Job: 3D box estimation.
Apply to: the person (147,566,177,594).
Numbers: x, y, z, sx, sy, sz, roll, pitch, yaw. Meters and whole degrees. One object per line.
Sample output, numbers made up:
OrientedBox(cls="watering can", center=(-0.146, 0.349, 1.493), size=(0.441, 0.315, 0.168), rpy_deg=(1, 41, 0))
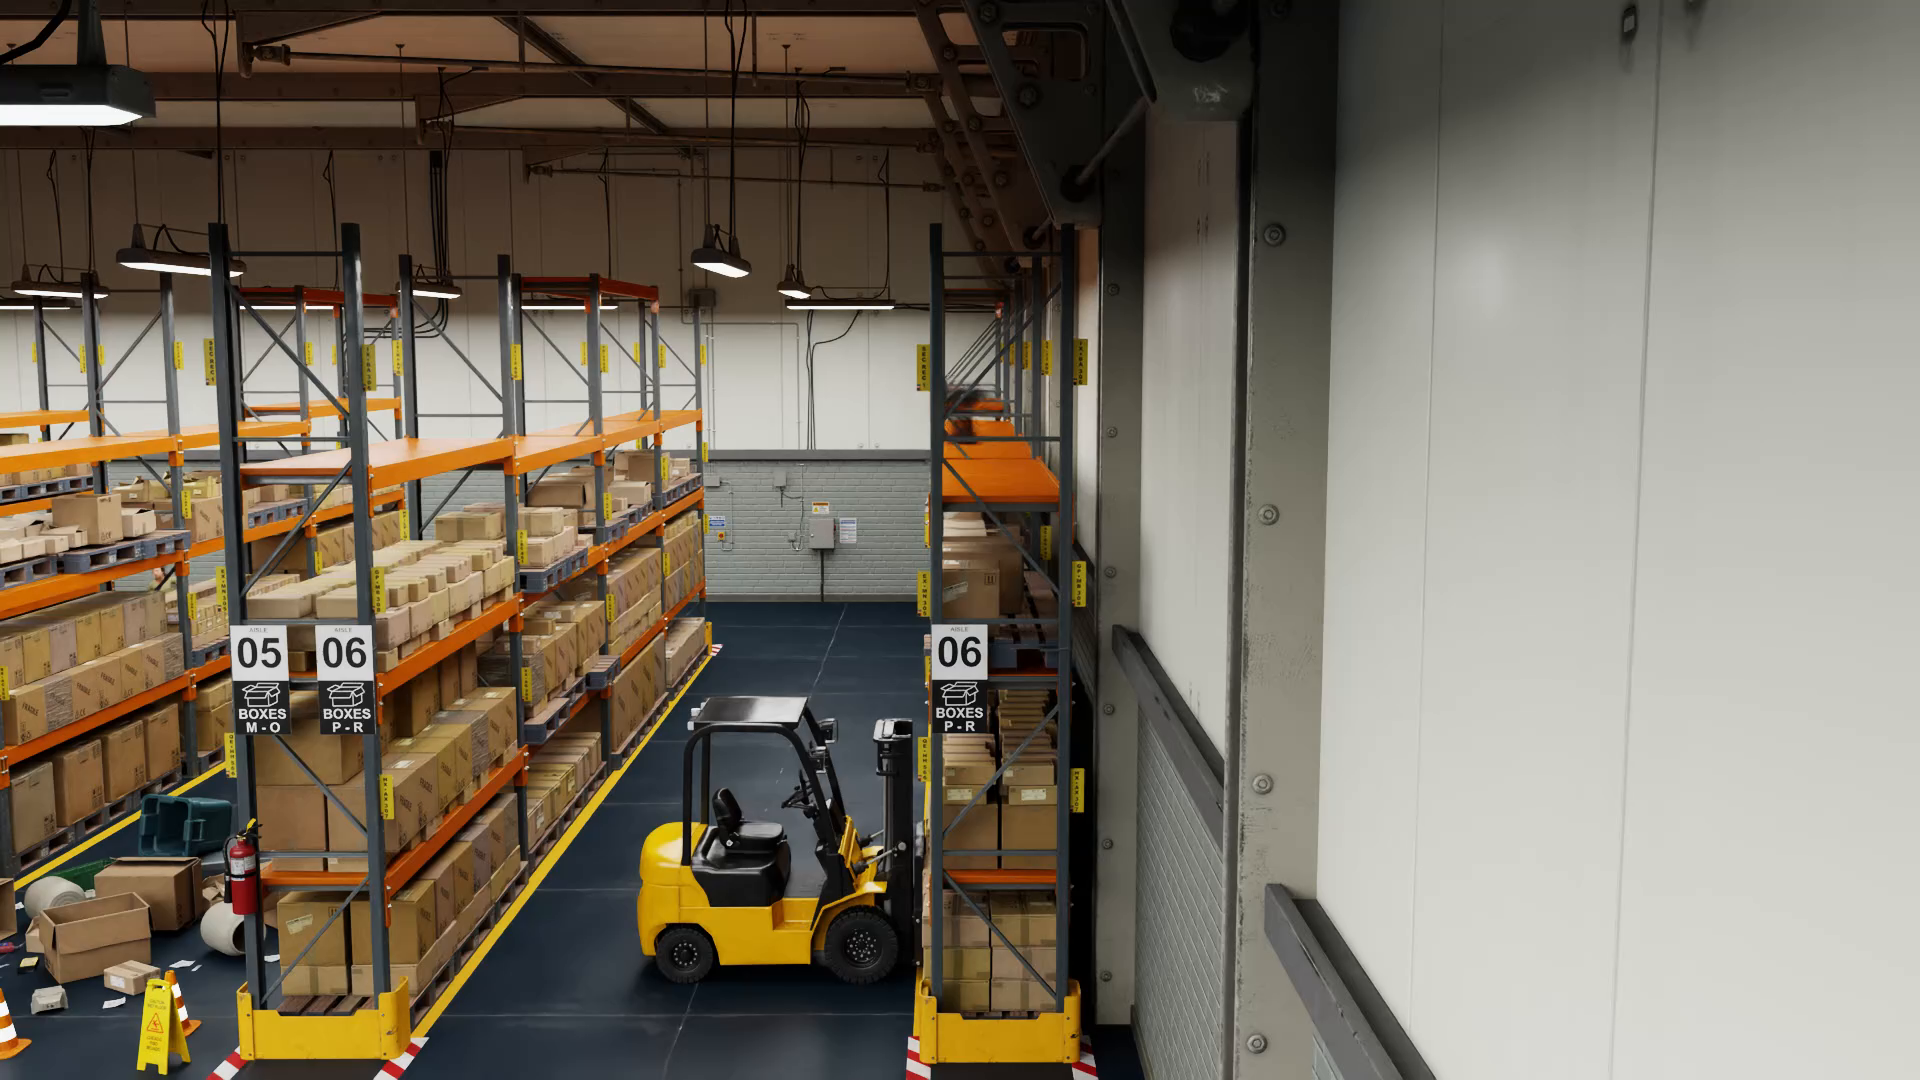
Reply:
OrientedBox(cls="person", center=(-12.948, 1.190, 27.319), size=(0.739, 1.639, 0.693), rpy_deg=(0, 7, -4))
